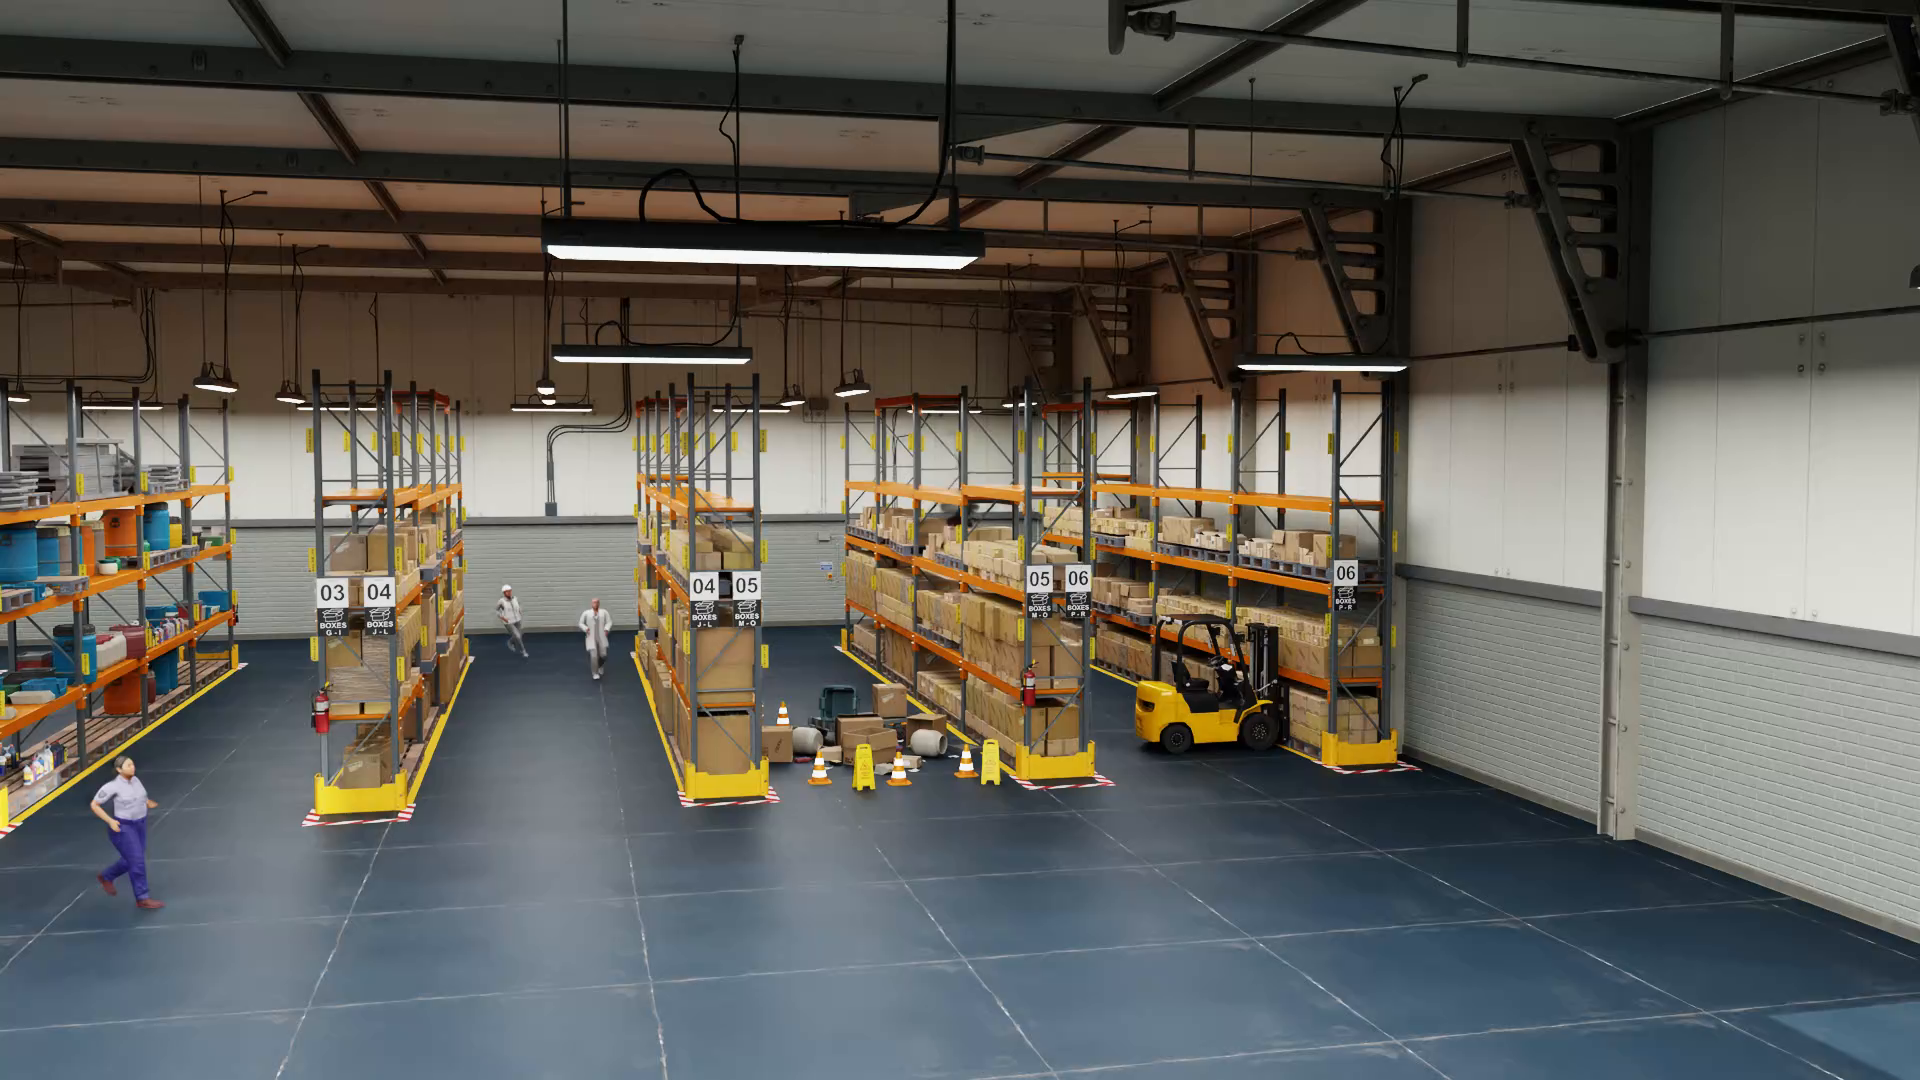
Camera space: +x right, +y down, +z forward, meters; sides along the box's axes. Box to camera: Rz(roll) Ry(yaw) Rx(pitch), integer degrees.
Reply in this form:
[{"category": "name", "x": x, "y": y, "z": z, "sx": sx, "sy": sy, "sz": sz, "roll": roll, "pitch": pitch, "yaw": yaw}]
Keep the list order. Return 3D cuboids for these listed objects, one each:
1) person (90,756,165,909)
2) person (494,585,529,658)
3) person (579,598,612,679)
[{"category": "person", "x": -9.006, "y": 3.138, "z": 17.968, "sx": 0.912, "sy": 1.624, "sz": 0.616, "roll": 1, "pitch": 3, "yaw": 11}, {"category": "person", "x": -10.580, "y": 1.906, "z": 38.989, "sx": 0.852, "sy": 1.721, "sz": 0.691, "roll": 3, "pitch": 4, "yaw": 40}, {"category": "person", "x": -7.735, "y": 2.093, "z": 35.356, "sx": 0.705, "sy": 1.727, "sz": 0.661, "roll": -1, "pitch": 4, "yaw": -20}]
